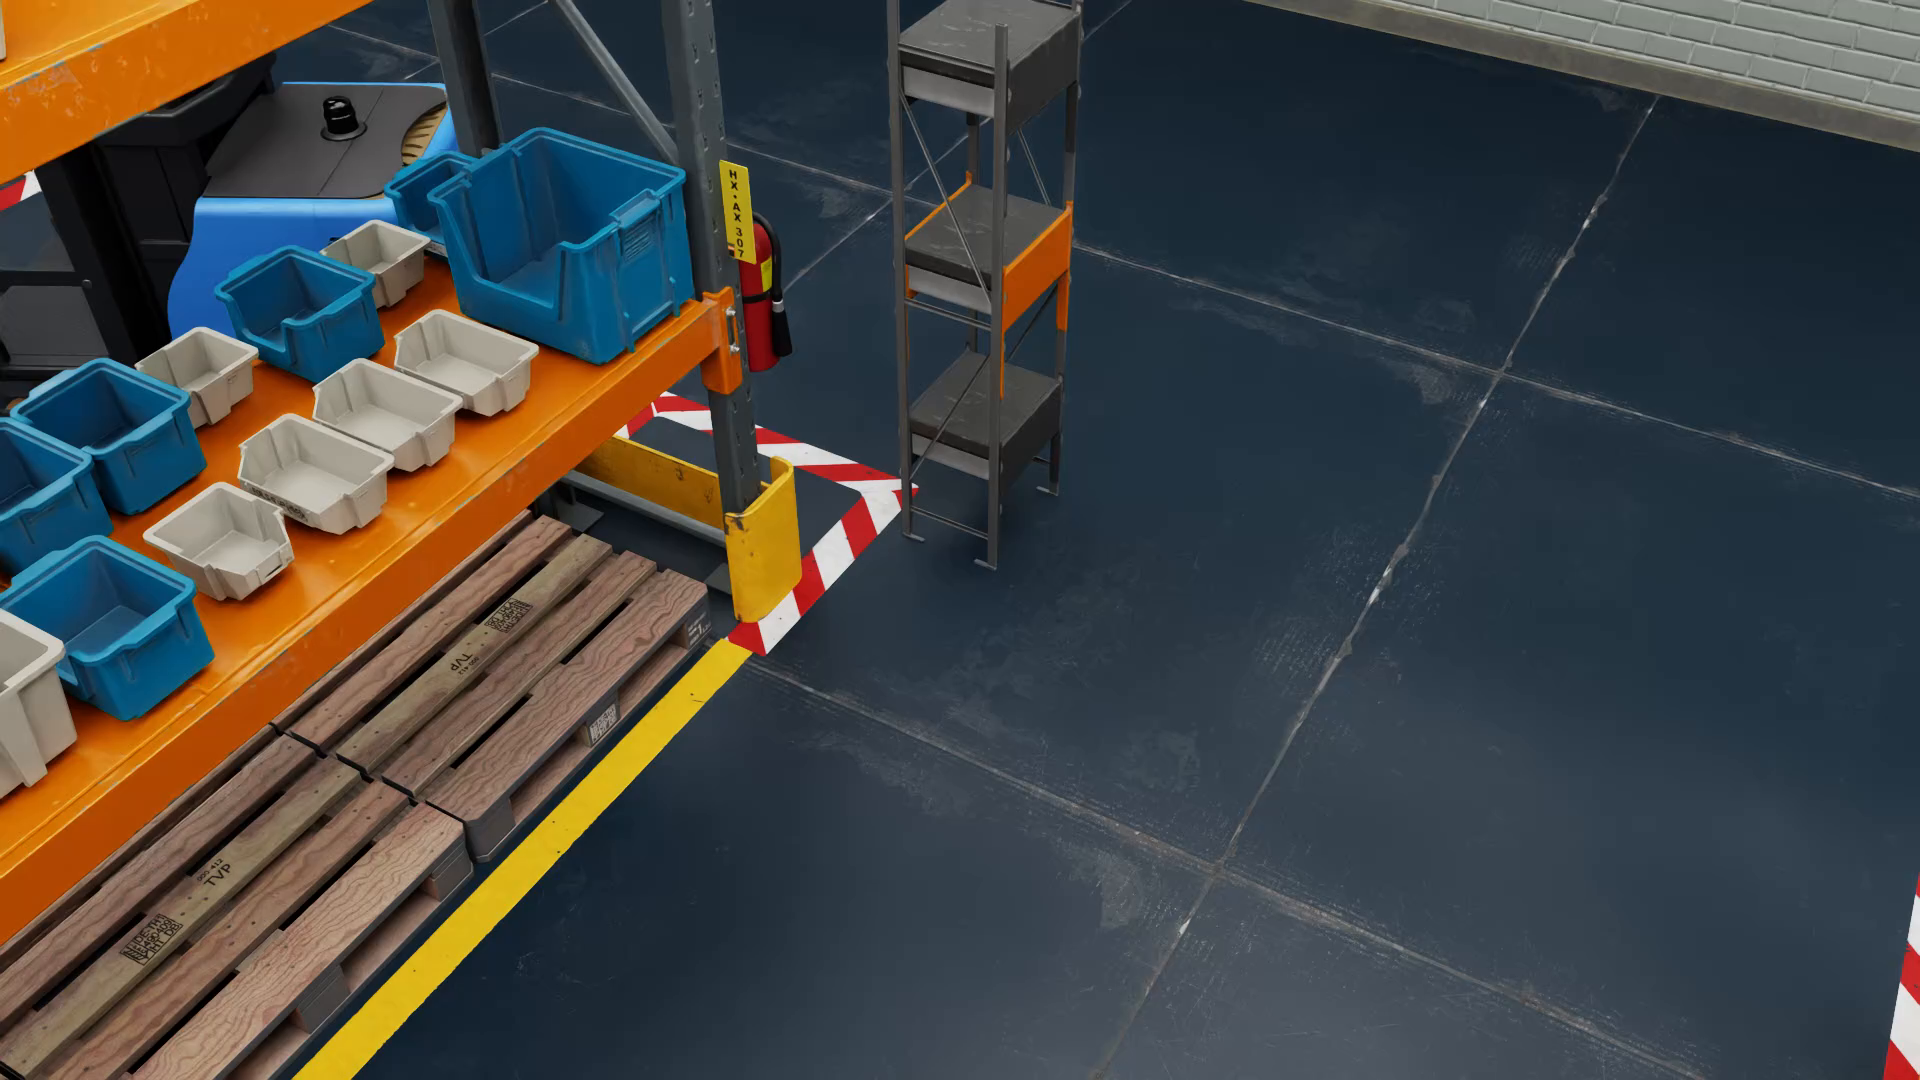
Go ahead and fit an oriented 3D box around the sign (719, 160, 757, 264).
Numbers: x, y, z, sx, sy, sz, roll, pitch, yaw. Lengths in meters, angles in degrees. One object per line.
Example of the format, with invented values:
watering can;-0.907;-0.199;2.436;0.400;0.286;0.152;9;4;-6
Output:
sign;-0.663;-0.977;4.966;0.100;0.325;0.005;21;45;22

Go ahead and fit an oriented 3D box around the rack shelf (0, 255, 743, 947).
rack shelf;-2.148;0.326;4.154;1.077;0.370;4.000;21;45;22

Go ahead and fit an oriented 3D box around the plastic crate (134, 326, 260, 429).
plastic crate;-2.127;-0.435;4.628;0.250;0.136;0.298;21;45;22

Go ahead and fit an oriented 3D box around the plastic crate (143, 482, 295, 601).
plastic crate;-1.806;0.019;4.113;0.298;0.136;0.250;21;45;22

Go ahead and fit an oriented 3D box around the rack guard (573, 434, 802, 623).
rack guard;-1.146;-0.168;6.062;1.175;0.500;0.348;21;45;22

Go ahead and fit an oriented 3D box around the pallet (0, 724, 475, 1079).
pallet;-2.205;1.113;4.826;1.003;0.211;1.213;21;45;22

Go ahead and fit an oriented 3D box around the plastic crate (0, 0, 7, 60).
plastic crate;-1.966;-0.850;2.876;0.437;0.136;0.530;21;45;22

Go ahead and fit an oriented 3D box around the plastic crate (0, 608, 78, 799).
plastic crate;-2.225;0.410;3.559;0.437;0.282;0.530;21;45;22

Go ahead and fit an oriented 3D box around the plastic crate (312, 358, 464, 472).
plastic crate;-1.556;-0.324;4.502;0.396;0.136;0.243;21;45;22

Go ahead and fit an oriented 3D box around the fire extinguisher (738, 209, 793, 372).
fire extinguisher;-0.678;-0.855;5.292;0.296;0.674;0.183;21;45;22

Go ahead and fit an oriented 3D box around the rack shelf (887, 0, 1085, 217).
rack shelf;0.083;-1.398;5.210;0.431;0.518;0.480;21;45;22

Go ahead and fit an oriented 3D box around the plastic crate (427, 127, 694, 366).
plastic crate;-1.153;-0.870;4.897;0.616;0.435;0.499;21;45;22

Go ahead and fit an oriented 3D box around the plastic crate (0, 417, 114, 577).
plastic crate;-2.365;-0.090;4.164;0.416;0.233;0.300;21;45;22

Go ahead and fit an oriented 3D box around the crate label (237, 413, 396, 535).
crate label;-1.674;-0.156;4.312;0.396;0.136;0.243;21;45;22

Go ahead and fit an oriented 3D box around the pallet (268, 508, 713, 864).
pallet;-1.593;0.418;5.616;1.003;0.211;1.213;21;45;22

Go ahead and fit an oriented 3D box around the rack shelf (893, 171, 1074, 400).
rack shelf;0.083;-0.872;5.673;0.431;0.518;0.480;21;45;22

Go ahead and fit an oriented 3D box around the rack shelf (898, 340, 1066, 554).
rack shelf;0.083;-0.347;6.135;0.431;0.518;0.480;21;45;22

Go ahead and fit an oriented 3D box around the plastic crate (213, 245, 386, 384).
plastic crate;-1.885;-0.639;4.787;0.416;0.233;0.300;21;45;22

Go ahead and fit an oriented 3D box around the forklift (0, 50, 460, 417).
forklift;-3.467;-1.851;6.134;3.031;2.935;1.130;1;41;1

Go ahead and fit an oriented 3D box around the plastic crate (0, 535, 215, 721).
plastic crate;-1.953;0.212;3.821;0.416;0.233;0.300;21;45;22

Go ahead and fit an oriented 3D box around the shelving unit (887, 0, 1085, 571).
shelving unit;0.083;-0.883;5.664;0.431;2.100;0.503;21;45;22

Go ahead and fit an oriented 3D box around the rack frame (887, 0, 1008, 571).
rack frame;-0.039;-0.743;5.505;0.400;2.100;0.015;21;45;22

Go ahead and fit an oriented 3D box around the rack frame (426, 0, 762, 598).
rack frame;-1.147;-1.088;5.216;1.000;3.000;0.127;21;45;22

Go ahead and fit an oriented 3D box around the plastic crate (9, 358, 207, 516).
plastic crate;-2.215;-0.262;4.359;0.416;0.233;0.300;21;45;22

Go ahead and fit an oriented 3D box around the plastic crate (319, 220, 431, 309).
plastic crate;-1.788;-0.823;5.069;0.250;0.136;0.298;21;45;22

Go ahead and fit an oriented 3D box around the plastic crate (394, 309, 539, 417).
plastic crate;-1.398;-0.485;4.685;0.396;0.136;0.243;21;45;22

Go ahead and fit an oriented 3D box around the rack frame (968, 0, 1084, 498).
rack frame;0.205;-1.022;5.822;0.400;2.100;0.015;21;45;22

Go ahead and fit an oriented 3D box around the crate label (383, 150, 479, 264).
crate label;-1.556;-1.015;5.214;0.416;0.233;0.303;21;45;22
